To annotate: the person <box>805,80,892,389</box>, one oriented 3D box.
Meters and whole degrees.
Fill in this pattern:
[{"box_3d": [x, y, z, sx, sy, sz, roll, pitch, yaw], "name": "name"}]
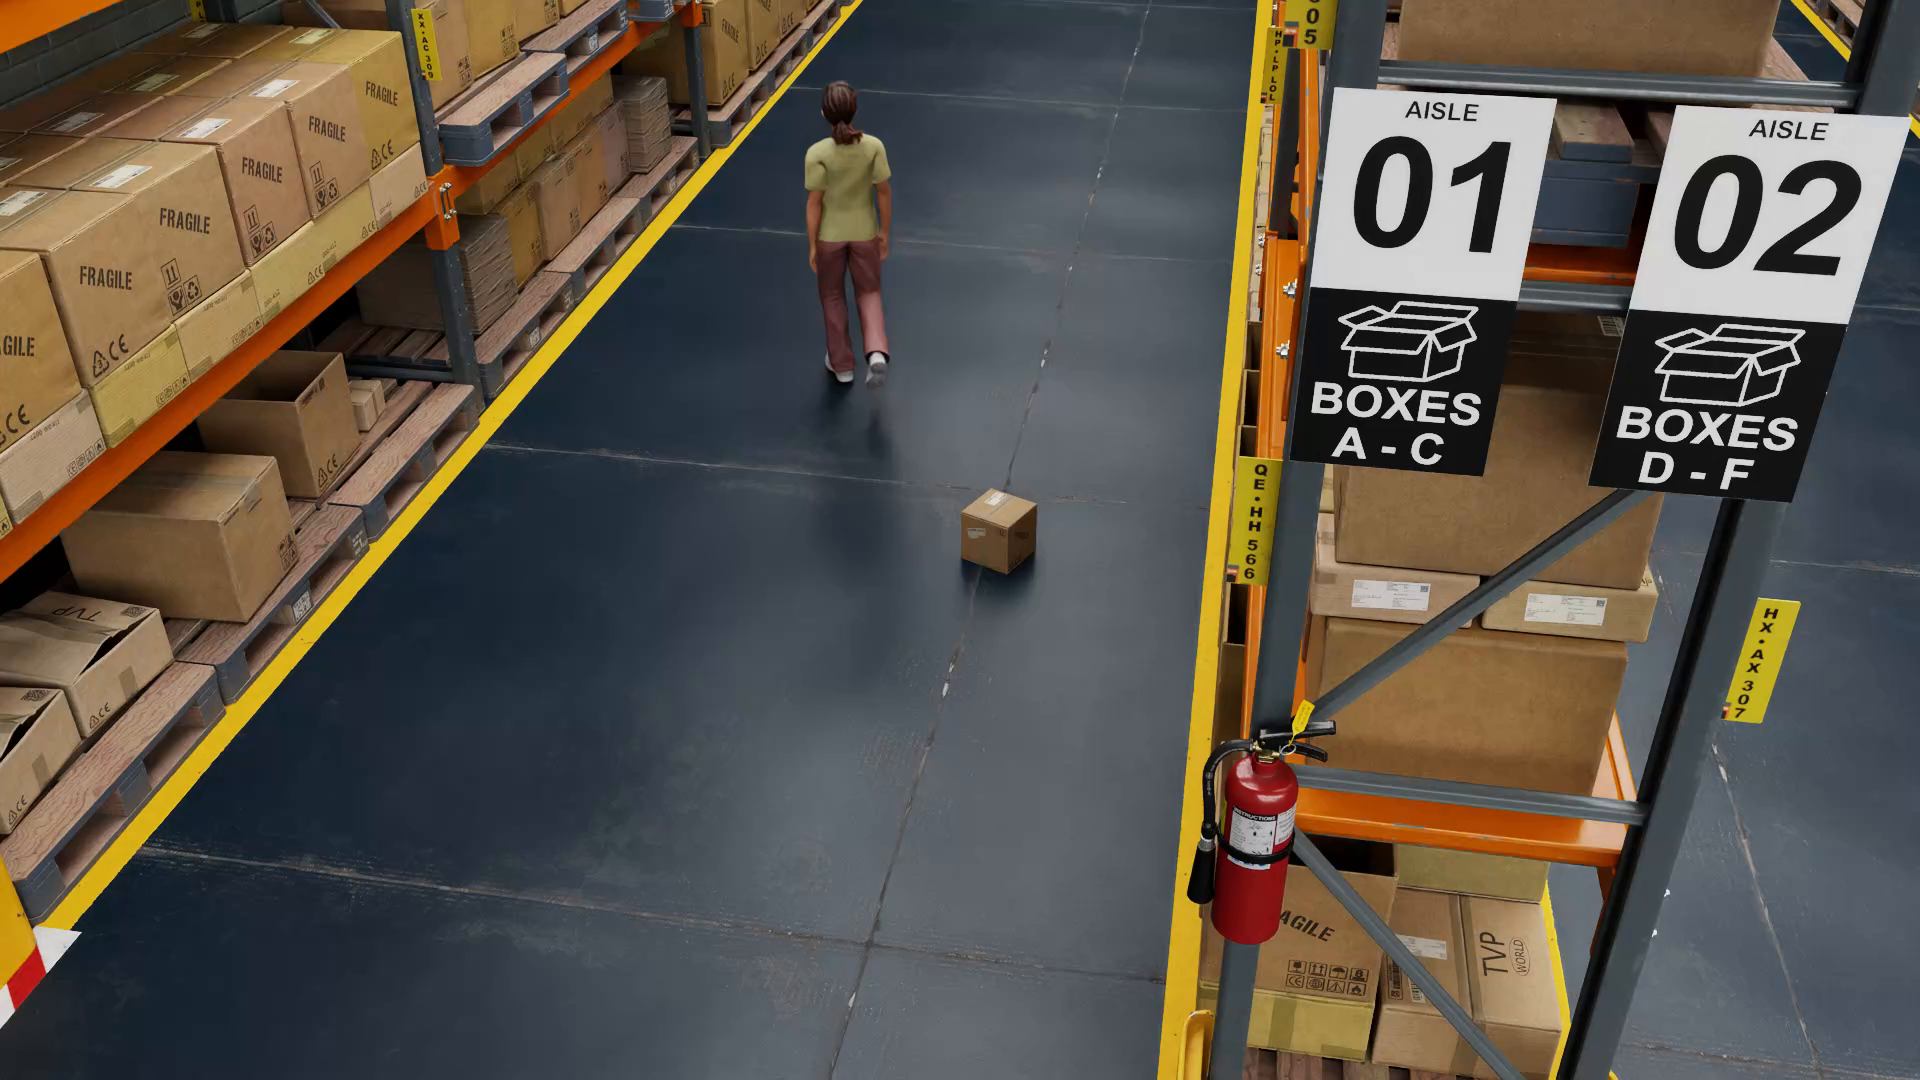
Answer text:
[{"box_3d": [-0.562, -1.526, 8.505, 0.449, 1.652, 0.702, -9, 34, -13], "name": "person"}]
